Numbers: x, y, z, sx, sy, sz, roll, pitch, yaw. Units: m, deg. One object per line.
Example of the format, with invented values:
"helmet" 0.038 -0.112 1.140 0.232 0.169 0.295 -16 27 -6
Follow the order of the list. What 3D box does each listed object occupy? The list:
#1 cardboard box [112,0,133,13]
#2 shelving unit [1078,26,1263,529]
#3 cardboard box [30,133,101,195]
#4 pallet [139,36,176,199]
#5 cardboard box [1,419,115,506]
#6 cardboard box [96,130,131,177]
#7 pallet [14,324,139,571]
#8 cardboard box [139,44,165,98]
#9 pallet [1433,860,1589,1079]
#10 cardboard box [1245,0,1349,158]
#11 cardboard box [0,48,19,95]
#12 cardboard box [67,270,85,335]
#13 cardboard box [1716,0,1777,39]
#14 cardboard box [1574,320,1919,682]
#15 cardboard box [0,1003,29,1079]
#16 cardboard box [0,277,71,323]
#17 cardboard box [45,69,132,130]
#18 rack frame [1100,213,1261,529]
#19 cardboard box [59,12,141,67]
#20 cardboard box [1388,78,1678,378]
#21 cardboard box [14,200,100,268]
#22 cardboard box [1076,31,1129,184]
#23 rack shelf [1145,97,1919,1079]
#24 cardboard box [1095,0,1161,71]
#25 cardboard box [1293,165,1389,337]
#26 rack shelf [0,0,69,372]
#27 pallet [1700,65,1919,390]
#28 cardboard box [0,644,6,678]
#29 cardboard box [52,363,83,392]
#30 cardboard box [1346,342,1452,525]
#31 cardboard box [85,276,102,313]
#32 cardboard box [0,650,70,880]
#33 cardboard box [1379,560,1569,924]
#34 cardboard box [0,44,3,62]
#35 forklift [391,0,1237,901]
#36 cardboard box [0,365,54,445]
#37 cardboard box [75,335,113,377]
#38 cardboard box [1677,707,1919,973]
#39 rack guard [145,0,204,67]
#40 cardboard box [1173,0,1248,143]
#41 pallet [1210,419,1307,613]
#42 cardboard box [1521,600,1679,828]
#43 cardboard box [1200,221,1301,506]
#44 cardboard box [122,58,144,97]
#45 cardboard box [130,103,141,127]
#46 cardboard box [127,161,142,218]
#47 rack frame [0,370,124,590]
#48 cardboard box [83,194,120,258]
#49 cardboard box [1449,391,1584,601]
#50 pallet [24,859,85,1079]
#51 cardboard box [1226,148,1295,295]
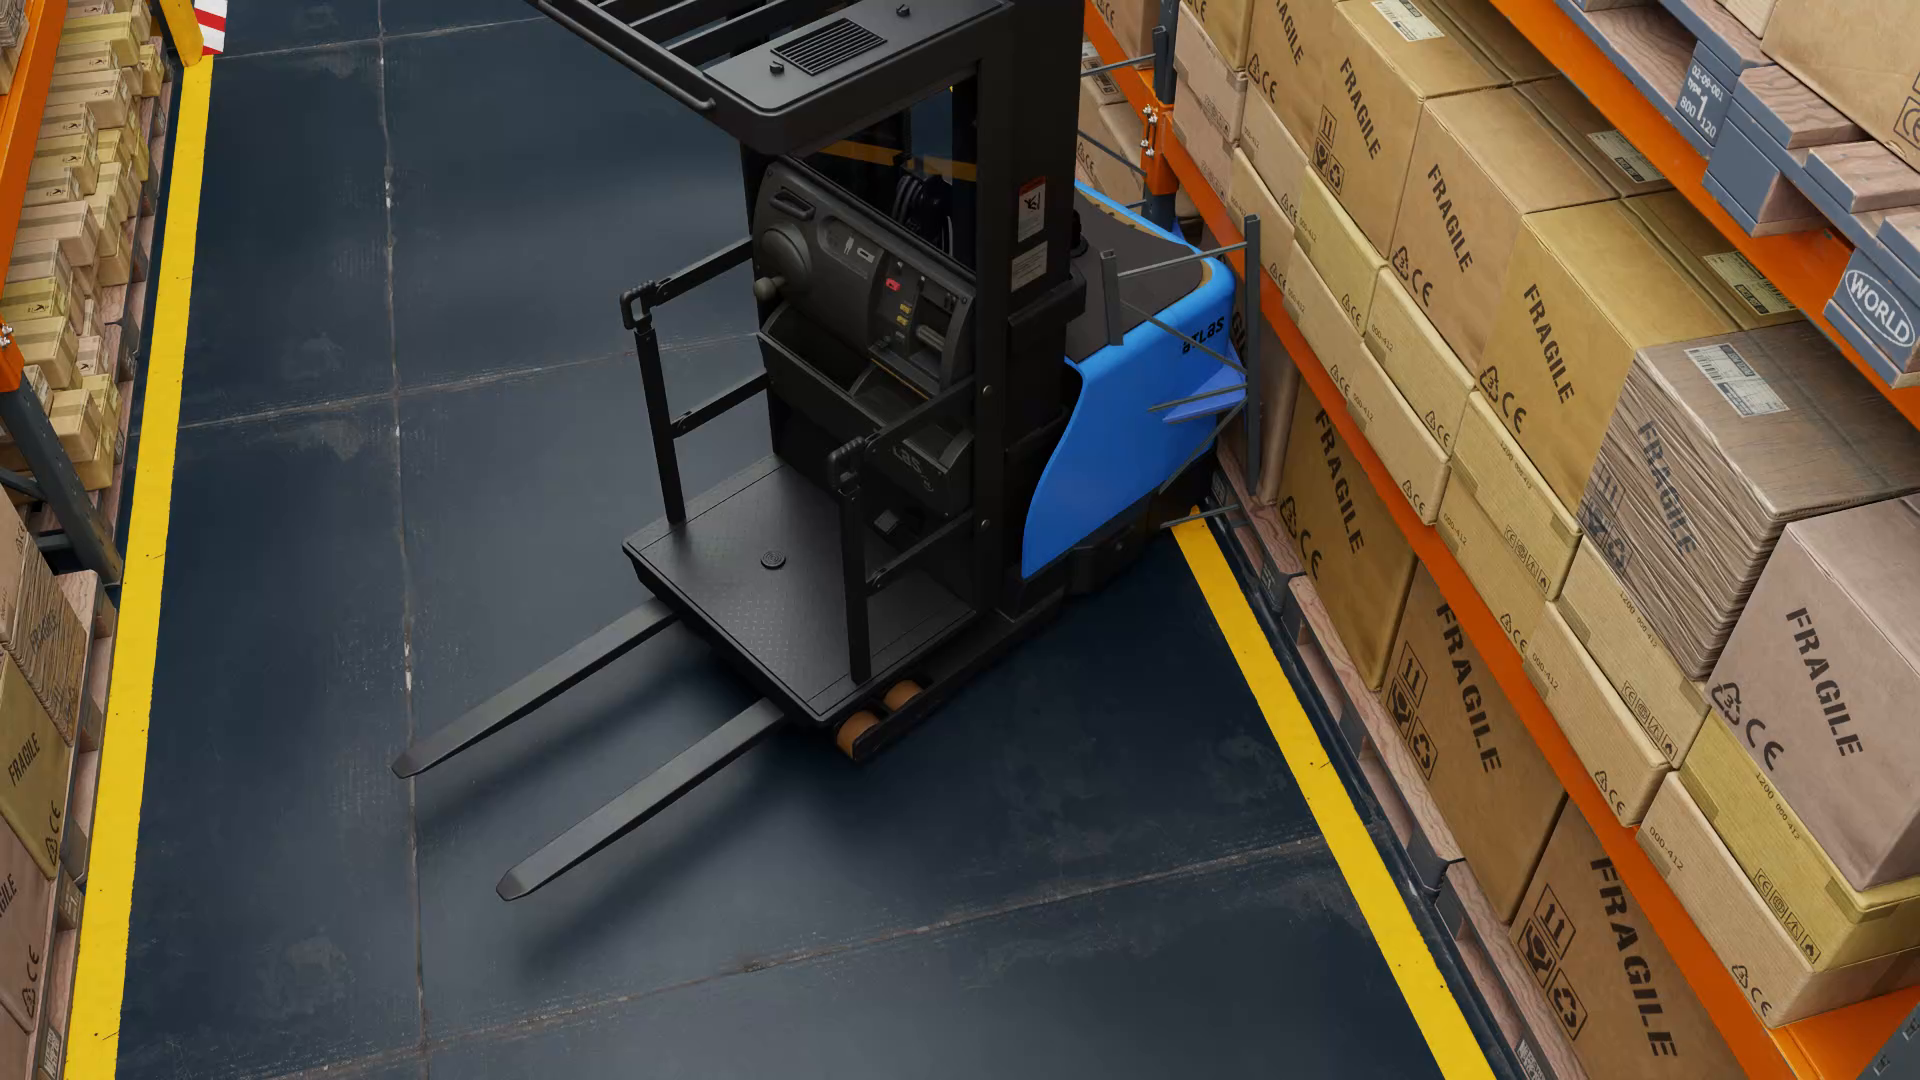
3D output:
"cardboard box" -4.211 -2.631 8.014 0.380 0.149 0.250 -10 46 -10
"shelving unit" 0.672 -0.859 5.981 0.538 1.500 1.048 -14 52 -1
"cardboard box" -3.831 -1.548 6.952 0.380 0.149 0.250 -10 47 -10
"pallet" -4.398 -1.997 8.059 1.003 0.211 1.213 -11 47 -10
"cardboard box" -3.350 -0.290 6.136 0.380 0.149 0.250 -13 47 -12
"cardboard box" -3.853 -1.640 7.251 0.380 0.149 0.250 -9 46 -8
"pallet" -3.773 -0.312 6.408 1.003 0.211 1.213 -11 47 -10
"cardboard box" -4.091 -2.258 8.064 0.380 0.149 0.250 -9 46 -9
"pallet" 2.087 1.374 4.756 1.003 0.211 1.213 -11 47 -10
"cardboard box" 1.184 -1.488 4.838 0.500 0.500 0.500 -11 47 -11
"cardboard box" -3.646 -1.713 6.004 0.380 0.149 0.250 -10 46 -10
"cardboard box" -3.666 -0.900 6.526 0.380 0.149 0.250 -13 47 -12
"cardboard box" 1.525 -1.081 2.909 0.396 0.266 0.258 -12 47 -11
"cardboard box" 1.691 -0.091 3.469 0.500 0.500 0.500 -10 46 -10
"cardboard box" -2.746 1.423 4.211 0.500 0.500 0.500 -12 47 -11
"cardboard box" -3.581 -0.831 6.250 0.380 0.149 0.250 -11 47 -11
"cardboard box" -3.885 -1.926 7.323 0.380 0.149 0.250 -9 46 -9
"rack frame" 0.777 -0.474 5.665 0.500 1.500 0.032 -14 52 -1
"cardboard box" -4.013 -2.291 7.681 0.380 0.149 0.250 -12 47 -11
"cardboard box" 1.448 -0.786 4.150 0.500 0.500 0.500 -11 47 -11
"cardboard box" -3.656 -1.197 6.609 0.380 0.149 0.250 -10 46 -9
"cardboard box" 0.905 -2.127 7.734 0.875 0.438 0.875 -12 47 -11
"rack shelf" 1.704 -0.173 4.823 1.077 0.370 4.000 -11 47 -10
"cardboard box" 0.826 -2.114 6.152 0.500 0.500 0.500 -10 46 -10
"cardboard box" 1.296 -0.865 4.753 0.500 0.250 0.500 -10 46 -10
"rack shelf" -4.079 -1.960 6.575 1.077 0.370 4.000 -11 47 -10
"pallet" 2.000 -0.463 2.636 1.213 0.211 1.003 -9 46 -8
"cardboard box" -3.014 0.460 4.631 0.500 0.250 0.500 -9 46 -8
"cardboard box" -3.502 -0.552 6.184 0.380 0.149 0.250 -10 46 -10
"cardboard box" 1.418 -0.341 4.589 0.500 0.250 0.500 -11 47 -11
"cardboard box" -3.748 -0.982 6.814 0.380 0.149 0.250 -13 47 -12
"cardboard box" -3.003 0.716 4.904 0.500 0.500 0.500 -12 47 -11
"cardboard box" 1.895 0.444 4.909 0.875 0.875 0.875 -10 46 -10
"cardboard box" -3.584 -1.699 5.536 0.500 0.500 0.500 -11 47 -10
"forklift" -0.460 -0.718 4.902 3.031 2.935 1.130 -34 54 -29
"cardboard box" -3.455 -0.464 5.890 0.380 0.149 0.250 -9 46 -9
"cardboard box" -3.532 -0.636 6.475 0.380 0.149 0.250 -11 47 -11
"cardboard box" 1.846 0.545 3.370 0.500 0.250 0.500 -11 47 -10
"rack guard" -4.572 -2.665 8.512 1.175 0.500 0.348 -11 47 -10
"cardboard box" 1.032 -1.573 5.446 0.500 0.250 0.500 -12 47 -11
"pallet" 1.462 -0.311 6.407 1.003 0.211 1.213 -11 47 -10
"cardboard box" 1.689 0.357 3.905 0.500 0.250 0.500 -10 46 -10
"cardboard box" 1.428 -0.796 6.123 0.875 0.875 0.875 -9 46 -9
"cardboard box" -4.046 -2.175 7.776 0.380 0.149 0.250 -12 47 -12
"cardboard box" -4.031 -1.891 7.705 0.380 0.149 0.250 -10 46 -10
"cardboard box" -3.855 -1.534 7.356 0.380 0.149 0.250 -10 46 -10
"rack frame" -3.567 -0.831 4.964 1.000 3.000 0.127 -11 47 -10
"cardboard box" -3.717 -1.280 6.898 0.380 0.149 0.250 -11 47 -11
"cardboard box" 1.561 -0.158 4.059 0.500 0.250 0.500 -12 47 -11
"pallet" -3.051 1.526 4.607 1.003 0.211 1.213 -11 47 -10
"cardboard box" 1.183 -1.044 5.278 0.500 0.250 0.500 -12 47 -11
